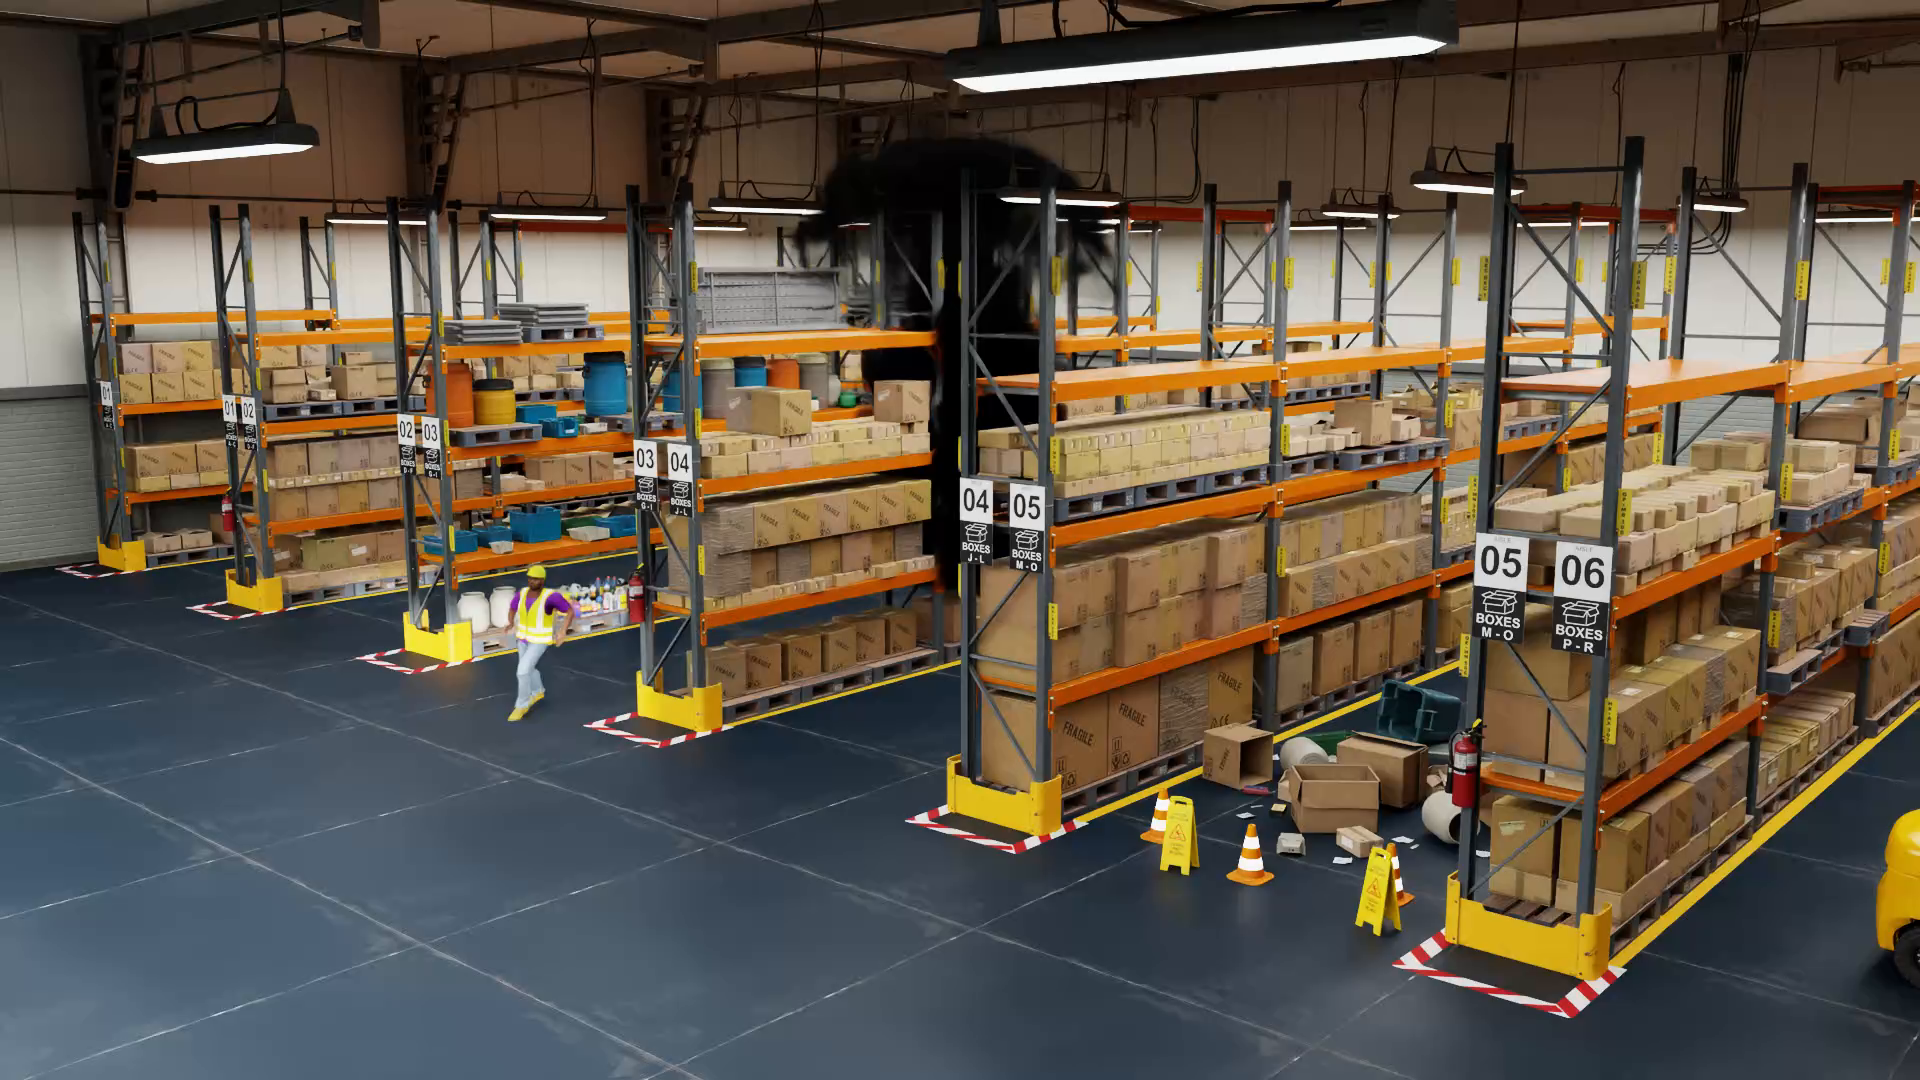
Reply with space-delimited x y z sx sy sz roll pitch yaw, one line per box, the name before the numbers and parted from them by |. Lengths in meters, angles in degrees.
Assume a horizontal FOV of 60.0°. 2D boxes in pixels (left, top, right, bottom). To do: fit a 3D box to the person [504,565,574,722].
person | -4.870 1.166 19.068 0.760 1.789 0.759 5 11 26
